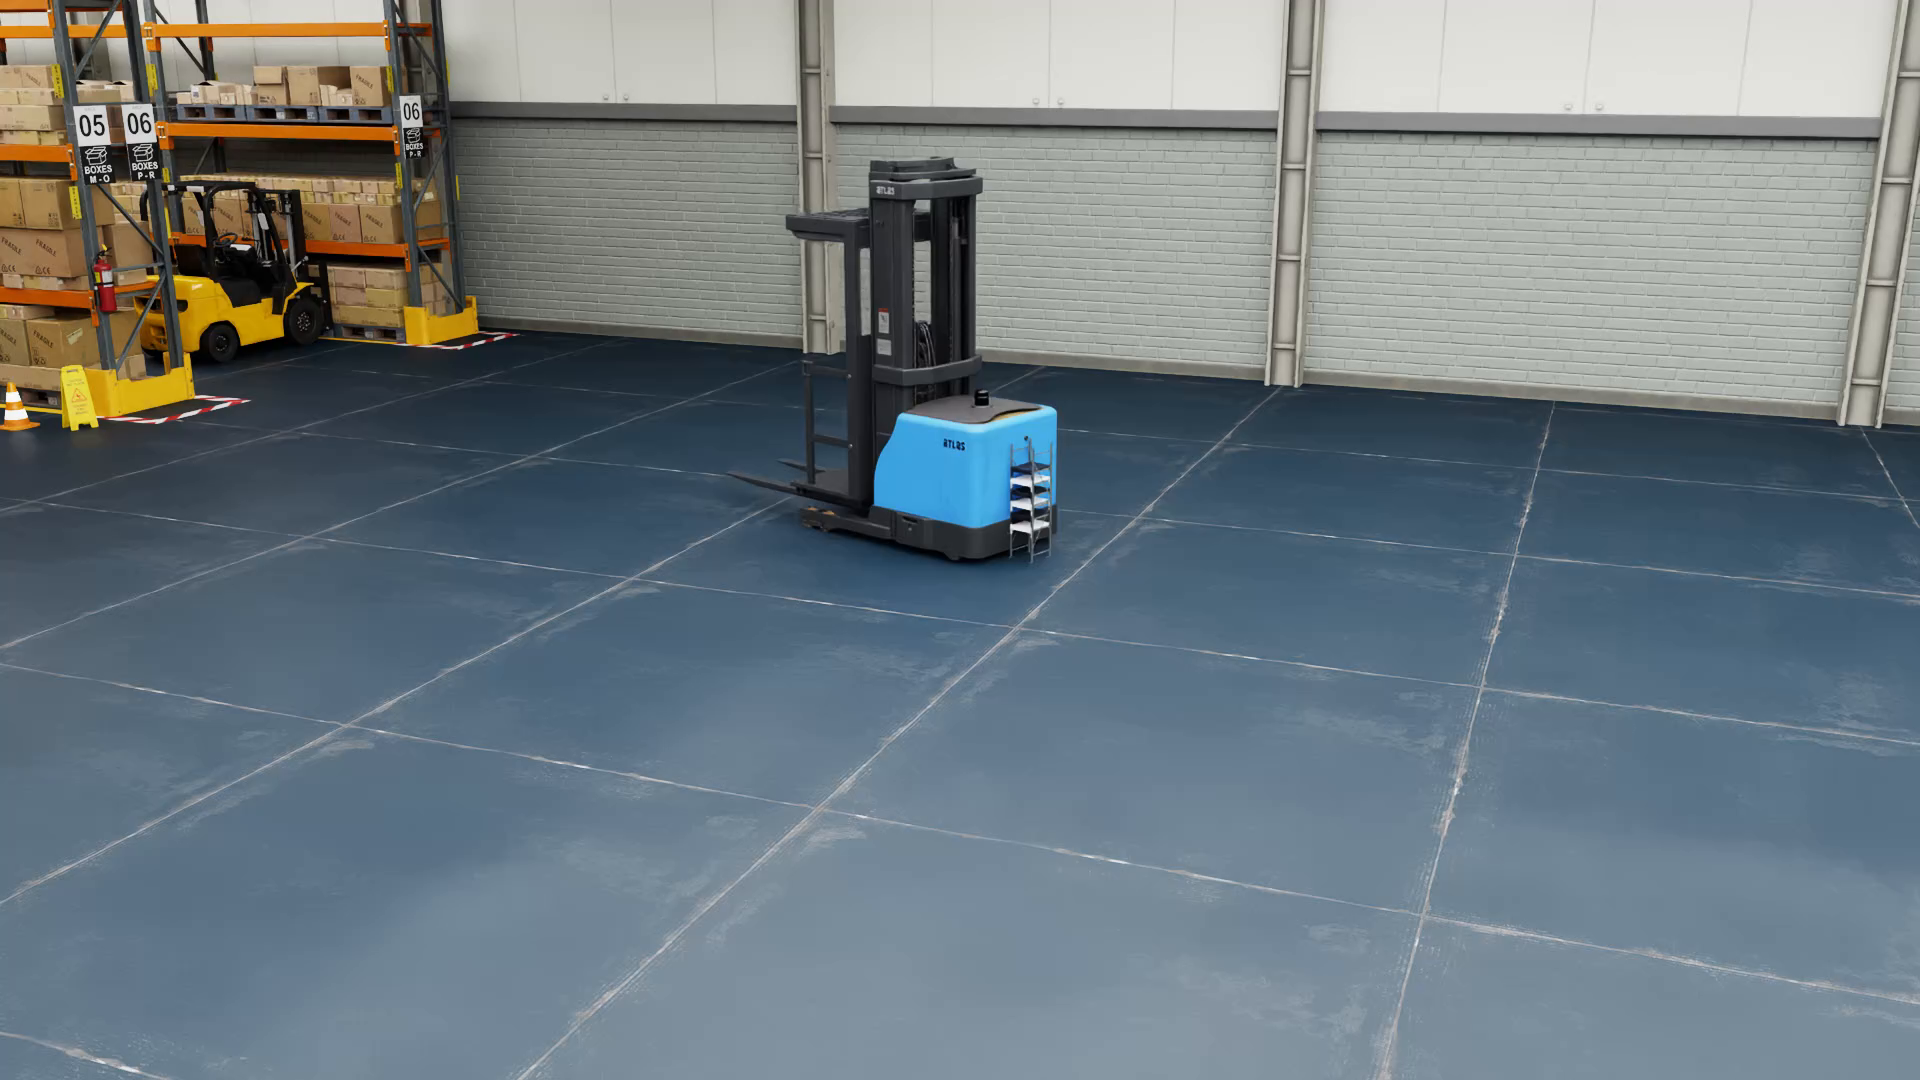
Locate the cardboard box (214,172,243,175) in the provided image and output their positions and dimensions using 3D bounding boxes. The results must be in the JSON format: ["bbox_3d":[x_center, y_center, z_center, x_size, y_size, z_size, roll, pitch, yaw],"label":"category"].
[{"bbox_3d":[-10.368,-5.147,23.647,0.250,0.149,0.380,6,17,21],"label":"cardboard box"}]

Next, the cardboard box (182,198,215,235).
[{"bbox_3d":[-10.459,-4.534,23.232,0.500,0.500,0.500,6,17,19],"label":"cardboard box"}]

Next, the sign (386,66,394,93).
[{"bbox_3d":[-7.267,-5.878,21.216,0.005,0.325,0.100,6,17,21],"label":"sign"}]

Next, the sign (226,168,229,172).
[{"bbox_3d":[-10.574,-5.197,24.000,0.005,0.325,0.100,6,17,21],"label":"sign"}]

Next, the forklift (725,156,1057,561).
[{"bbox_3d":[-0.678,-1.571,13.330,3.031,2.935,1.130,14,21,39],"label":"forklift"}]

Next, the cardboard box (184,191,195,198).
[{"bbox_3d":[-10.576,-4.858,23.184,0.250,0.149,0.380,6,17,20],"label":"cardboard box"}]

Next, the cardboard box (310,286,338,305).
[{"bbox_3d":[-8.573,-3.381,22.723,0.500,0.250,0.500,6,17,19],"label":"cardboard box"}]

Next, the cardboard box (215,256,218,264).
[{"bbox_3d":[-10.441,-3.830,23.370,0.500,0.250,0.500,6,17,20],"label":"cardboard box"}]

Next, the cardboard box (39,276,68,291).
[{"bbox_3d":[-9.576,-2.762,17.756,0.250,0.149,0.380,6,17,20],"label":"cardboard box"}]

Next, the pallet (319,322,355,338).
[{"bbox_3d":[-8.913,-3.044,23.279,1.213,0.211,1.003,6,17,21],"label":"pallet"}]

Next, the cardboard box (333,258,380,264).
[{"bbox_3d":[-8.360,-3.754,23.109,0.500,0.250,0.500,6,17,20],"label":"cardboard box"}]

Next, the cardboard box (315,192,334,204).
[{"bbox_3d":[-8.440,-4.617,22.353,0.250,0.149,0.380,6,17,19],"label":"cardboard box"}]

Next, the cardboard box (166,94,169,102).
[{"bbox_3d":[-11.494,-6.307,23.655,0.250,0.149,0.380,6,17,21],"label":"cardboard box"}]

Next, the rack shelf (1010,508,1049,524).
[{"bbox_3d":[0.538,-0.177,12.610,0.200,0.077,0.258,14,21,39],"label":"rack shelf"}]

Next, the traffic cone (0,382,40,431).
[{"bbox_3d":[-9.746,-1.393,17.143,0.334,0.463,0.336,6,17,21],"label":"traffic cone"}]

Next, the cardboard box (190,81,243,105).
[{"bbox_3d":[-10.092,-6.098,22.647,0.500,0.311,0.500,7,17,22],"label":"cardboard box"}]

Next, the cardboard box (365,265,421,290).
[{"bbox_3d":[-7.598,-3.518,22.295,0.500,0.250,0.500,7,18,22],"label":"cardboard box"}]

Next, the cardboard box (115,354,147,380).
[{"bbox_3d":[-9.522,-1.938,18.647,0.500,0.250,0.500,6,17,20],"label":"cardboard box"}]

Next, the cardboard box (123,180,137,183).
[{"bbox_3d":[-11.954,-5.170,24.259,0.250,0.149,0.380,6,17,21],"label":"cardboard box"}]

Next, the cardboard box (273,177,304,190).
[{"bbox_3d":[-9.123,-4.860,22.657,0.250,0.149,0.380,6,17,21],"label":"cardboard box"}]

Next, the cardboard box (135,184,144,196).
[{"bbox_3d":[-11.422,-4.958,23.528,0.250,0.149,0.380,6,17,20],"label":"cardboard box"}]

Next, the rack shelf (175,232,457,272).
[{"bbox_3d":[-8.916,-4.049,23.031,4.000,0.370,1.077,6,17,21],"label":"rack shelf"}]

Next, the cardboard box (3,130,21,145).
[{"bbox_3d":[-9.786,-4.239,17.466,0.250,0.149,0.380,7,18,22],"label":"cardboard box"}]

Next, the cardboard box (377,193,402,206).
[{"bbox_3d":[-7.481,-4.512,21.994,0.250,0.149,0.380,7,17,21],"label":"cardboard box"}]

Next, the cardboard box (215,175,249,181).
[{"bbox_3d":[-10.072,-4.965,23.019,0.250,0.149,0.380,6,17,20],"label":"cardboard box"}]

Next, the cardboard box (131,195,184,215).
[{"bbox_3d":[-11.327,-4.751,23.532,0.500,0.250,0.500,6,17,19],"label":"cardboard box"}]

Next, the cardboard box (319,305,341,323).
[{"bbox_3d":[-8.530,-3.144,22.802,0.500,0.250,0.500,6,17,21],"label":"cardboard box"}]

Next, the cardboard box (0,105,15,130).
[{"bbox_3d":[-9.911,-4.451,17.482,0.500,0.250,0.500,6,17,20],"label":"cardboard box"}]

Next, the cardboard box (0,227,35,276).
[{"bbox_3d":[-9.943,-3.130,17.861,0.500,0.500,0.500,6,17,21],"label":"cardboard box"}]

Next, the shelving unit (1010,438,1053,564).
[{"bbox_3d":[0.538,-0.295,12.576,0.210,0.900,0.258,14,21,39],"label":"shelving unit"}]

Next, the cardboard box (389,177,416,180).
[{"bbox_3d":[-7.514,-4.826,22.539,0.250,0.149,0.380,7,18,23],"label":"cardboard box"}]

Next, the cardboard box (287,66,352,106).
[{"bbox_3d":[-8.473,-6.041,22.110,0.500,0.500,0.700,6,17,21],"label":"cardboard box"}]

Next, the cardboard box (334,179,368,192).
[{"bbox_3d":[-8.164,-4.756,22.300,0.250,0.149,0.380,6,17,21],"label":"cardboard box"}]

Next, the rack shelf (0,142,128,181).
[{"bbox_3d":[-10.734,-4.202,18.177,4.000,0.370,1.077,6,17,21],"label":"rack shelf"}]

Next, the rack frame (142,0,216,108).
[{"bbox_3d":[-10.776,-7.480,22.799,0.127,3.000,1.000,6,17,21],"label":"rack frame"}]

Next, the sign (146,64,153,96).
[{"bbox_3d":[-8.674,-4.903,17.735,0.005,0.325,0.100,6,17,21],"label":"sign"}]

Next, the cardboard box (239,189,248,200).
[{"bbox_3d":[-9.636,-4.741,22.780,0.250,0.149,0.380,6,17,20],"label":"cardboard box"}]

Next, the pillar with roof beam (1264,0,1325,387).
[{"bbox_3d":[2.211,-5.032,14.366,0.400,9.000,9.100,6,17,21],"label":"pillar with roof beam"}]

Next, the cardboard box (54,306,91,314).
[{"bbox_3d":[-10.032,-2.352,18.730,0.500,0.500,0.500,6,17,19],"label":"cardboard box"}]

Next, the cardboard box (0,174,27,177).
[{"bbox_3d":[-10.409,-3.648,17.854,0.500,0.500,0.700,6,17,20],"label":"cardboard box"}]

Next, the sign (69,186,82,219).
[{"bbox_3d":[-9.095,-3.468,17.096,0.005,0.325,0.100,6,17,21],"label":"sign"}]

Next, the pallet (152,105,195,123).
[{"bbox_3d":[-11.602,-6.035,23.543,1.217,0.209,0.805,6,17,18],"label":"pallet"}]

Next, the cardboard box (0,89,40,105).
[{"bbox_3d":[-9.766,-4.621,17.350,0.250,0.149,0.380,6,17,20],"label":"cardboard box"}]

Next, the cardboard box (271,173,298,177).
[{"bbox_3d":[-9.409,-5.046,23.299,0.250,0.149,0.380,6,17,20],"label":"cardboard box"}]

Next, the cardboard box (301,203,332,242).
[{"bbox_3d":[-8.565,-4.328,22.523,0.500,0.500,0.500,6,17,20],"label":"cardboard box"}]

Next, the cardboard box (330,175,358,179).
[{"bbox_3d":[-8.458,-4.943,22.944,0.250,0.149,0.380,6,17,19],"label":"cardboard box"}]

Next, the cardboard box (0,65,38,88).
[{"bbox_3d":[-13.407,-6.584,23.979,0.500,0.500,0.700,6,17,20],"label":"cardboard box"}]

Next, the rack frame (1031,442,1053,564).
[{"bbox_3d":[0.614,-0.276,12.512,0.006,0.900,0.240,14,21,39],"label":"rack frame"}]

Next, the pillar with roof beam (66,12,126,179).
[{"bbox_3d":[-14.533,-6.873,20.709,0.400,9.000,9.100,6,17,21],"label":"pillar with roof beam"}]

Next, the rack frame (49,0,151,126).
[{"bbox_3d":[-8.873,-5.783,16.954,0.127,3.000,1.000,6,17,21],"label":"rack frame"}]

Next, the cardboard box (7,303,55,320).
[{"bbox_3d":[-10.080,-2.490,18.039,0.250,0.149,0.380,7,18,22],"label":"cardboard box"}]

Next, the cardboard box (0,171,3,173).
[{"bbox_3d":[-14.919,-5.351,25.294,0.500,0.500,0.500,7,18,23],"label":"cardboard box"}]
